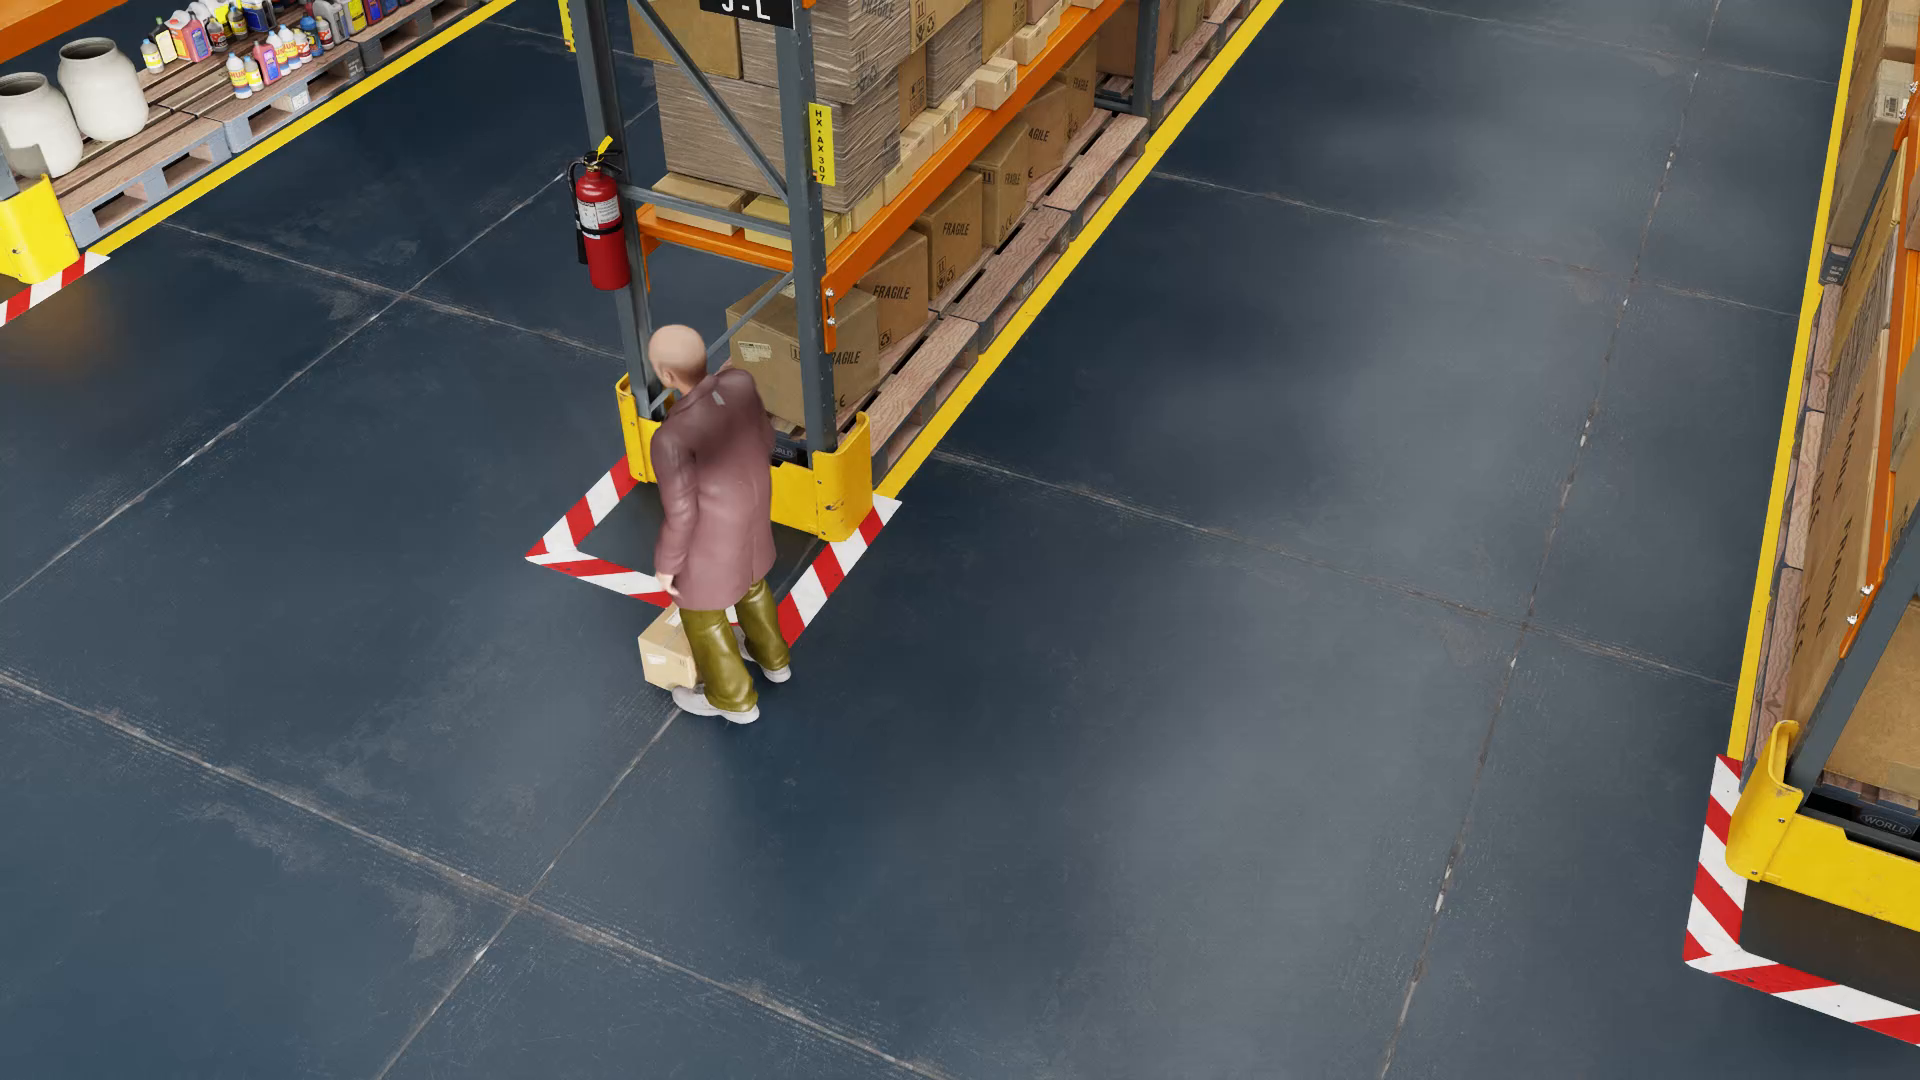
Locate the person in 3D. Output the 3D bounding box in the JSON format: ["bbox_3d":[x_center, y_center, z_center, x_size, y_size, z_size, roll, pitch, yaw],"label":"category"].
[{"bbox_3d":[-0.907,-0.049,6.226,0.426,1.773,0.639,20,45,22],"label":"person"}]
